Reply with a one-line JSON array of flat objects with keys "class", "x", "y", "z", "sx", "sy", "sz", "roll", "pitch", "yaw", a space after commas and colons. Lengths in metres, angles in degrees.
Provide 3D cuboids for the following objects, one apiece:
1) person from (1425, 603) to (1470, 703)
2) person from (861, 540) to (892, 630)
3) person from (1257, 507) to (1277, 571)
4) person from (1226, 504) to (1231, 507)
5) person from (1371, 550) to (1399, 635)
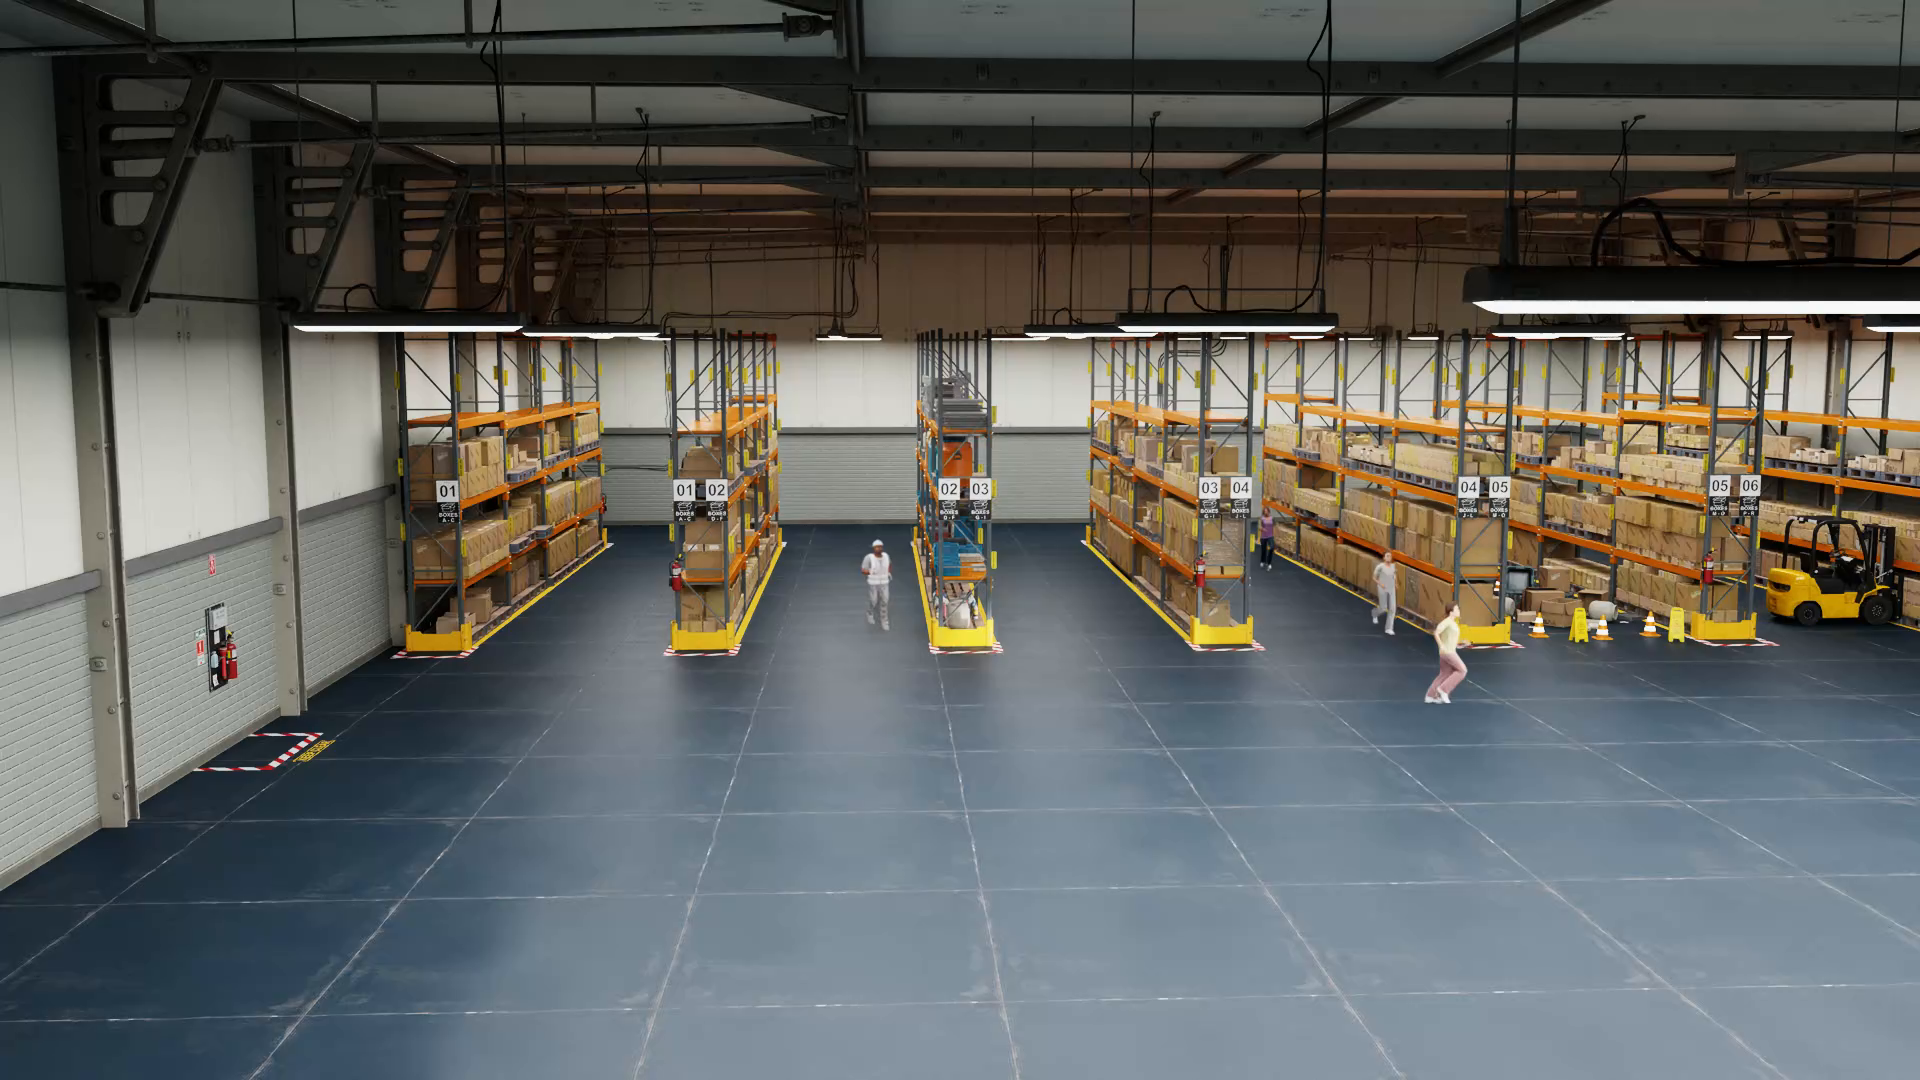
[{"class": "person", "x": 7.768, "y": 1.793, "z": 26.447, "sx": 0.667, "sy": 1.620, "sz": 0.502, "roll": 2, "pitch": 7, "yaw": 20}, {"class": "person", "x": -1.632, "y": 0.880, "z": 33.276, "sx": 0.690, "sy": 1.762, "sz": 0.972, "roll": -2, "pitch": 7, "yaw": -20}, {"class": "person", "x": 7.808, "y": -0.035, "z": 42.285, "sx": 0.541, "sy": 1.615, "sz": 0.703, "roll": 0, "pitch": 7, "yaw": 1}, {"class": "person", "x": 7.498, "y": -0.582, "z": 45.971, "sx": 0.712, "sy": 1.753, "sz": 0.986, "roll": 0, "pitch": 7, "yaw": -2}, {"class": "person", "x": 8.465, "y": 1.022, "z": 33.073, "sx": 0.568, "sy": 1.653, "sz": 0.843, "roll": -2, "pitch": 7, "yaw": -13}]
